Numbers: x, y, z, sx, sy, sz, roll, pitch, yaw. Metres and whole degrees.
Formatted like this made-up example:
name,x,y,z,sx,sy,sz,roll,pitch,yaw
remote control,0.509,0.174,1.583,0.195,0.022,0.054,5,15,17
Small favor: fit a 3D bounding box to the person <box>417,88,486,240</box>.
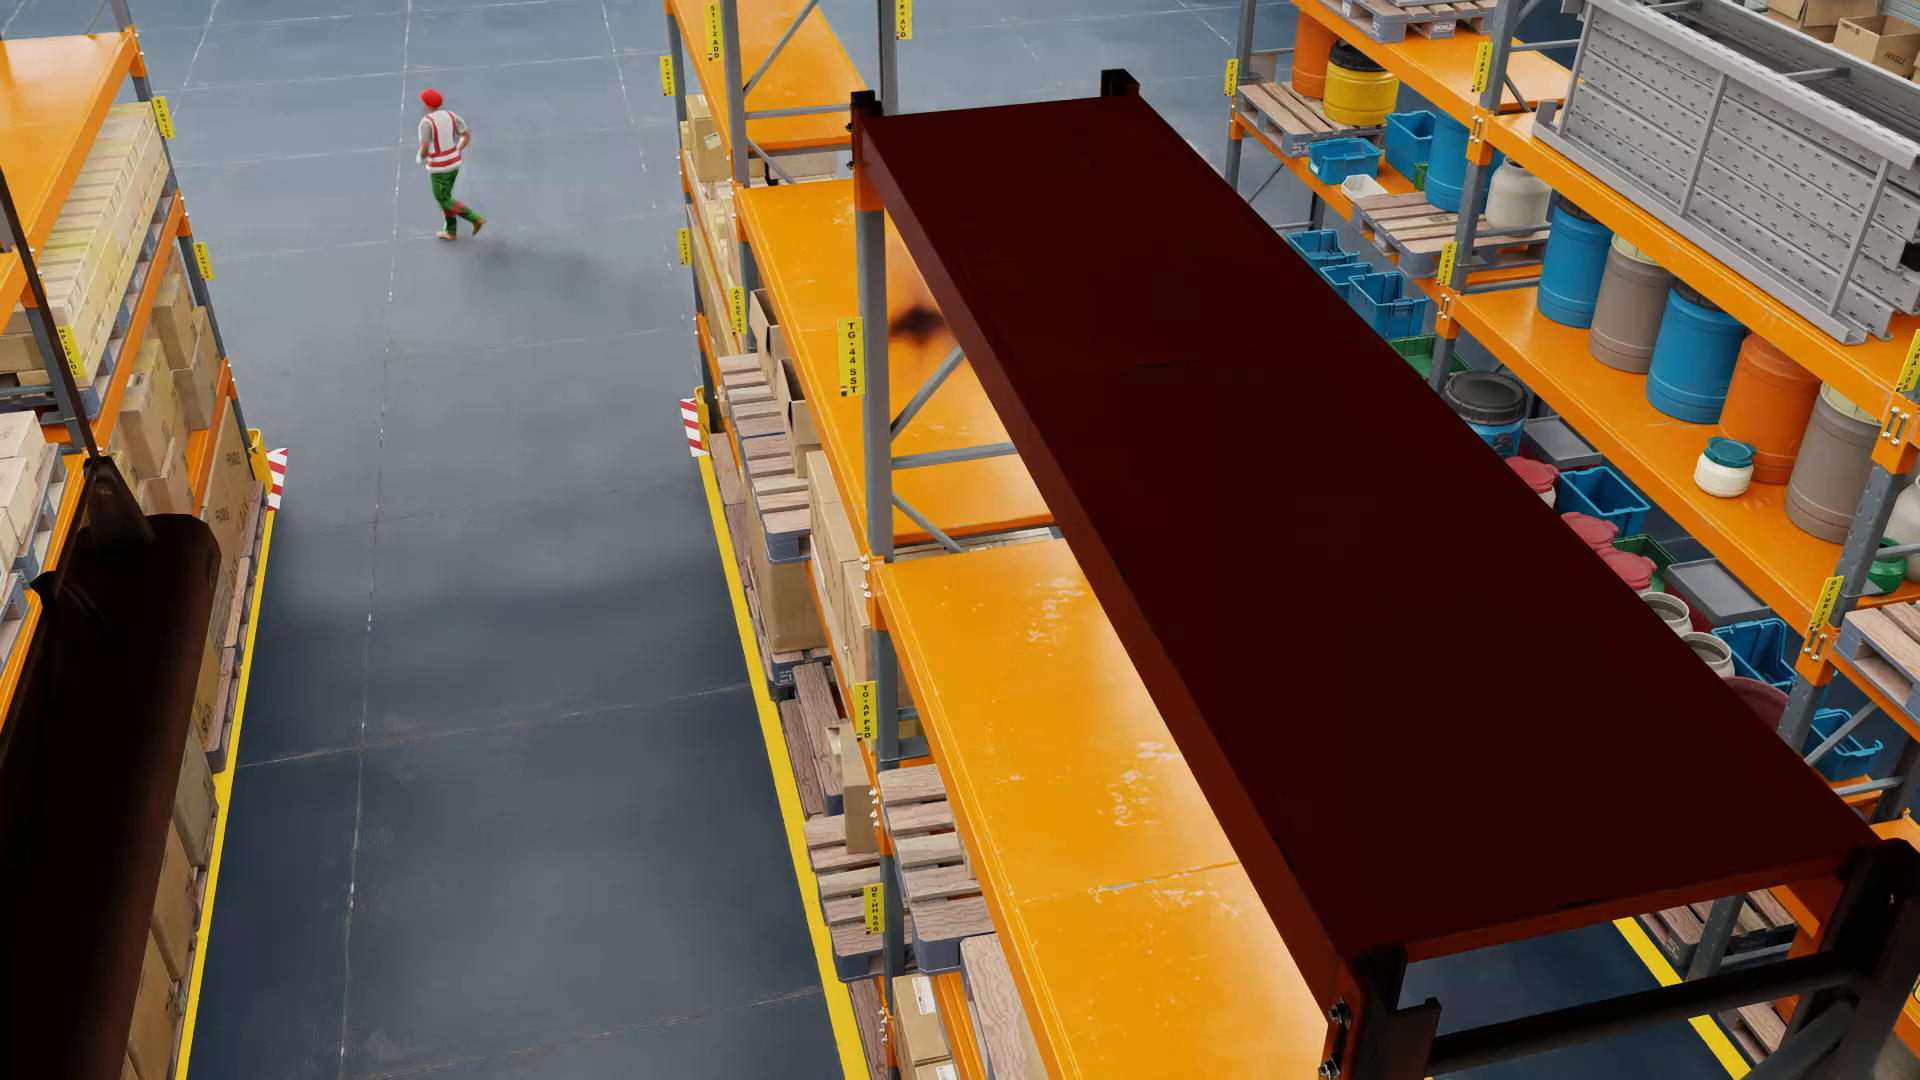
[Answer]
name,x,y,z,sx,sy,sz,roll,pitch,yaw
person,-5.706,-4.146,18.576,0.821,1.781,0.657,17,38,24
